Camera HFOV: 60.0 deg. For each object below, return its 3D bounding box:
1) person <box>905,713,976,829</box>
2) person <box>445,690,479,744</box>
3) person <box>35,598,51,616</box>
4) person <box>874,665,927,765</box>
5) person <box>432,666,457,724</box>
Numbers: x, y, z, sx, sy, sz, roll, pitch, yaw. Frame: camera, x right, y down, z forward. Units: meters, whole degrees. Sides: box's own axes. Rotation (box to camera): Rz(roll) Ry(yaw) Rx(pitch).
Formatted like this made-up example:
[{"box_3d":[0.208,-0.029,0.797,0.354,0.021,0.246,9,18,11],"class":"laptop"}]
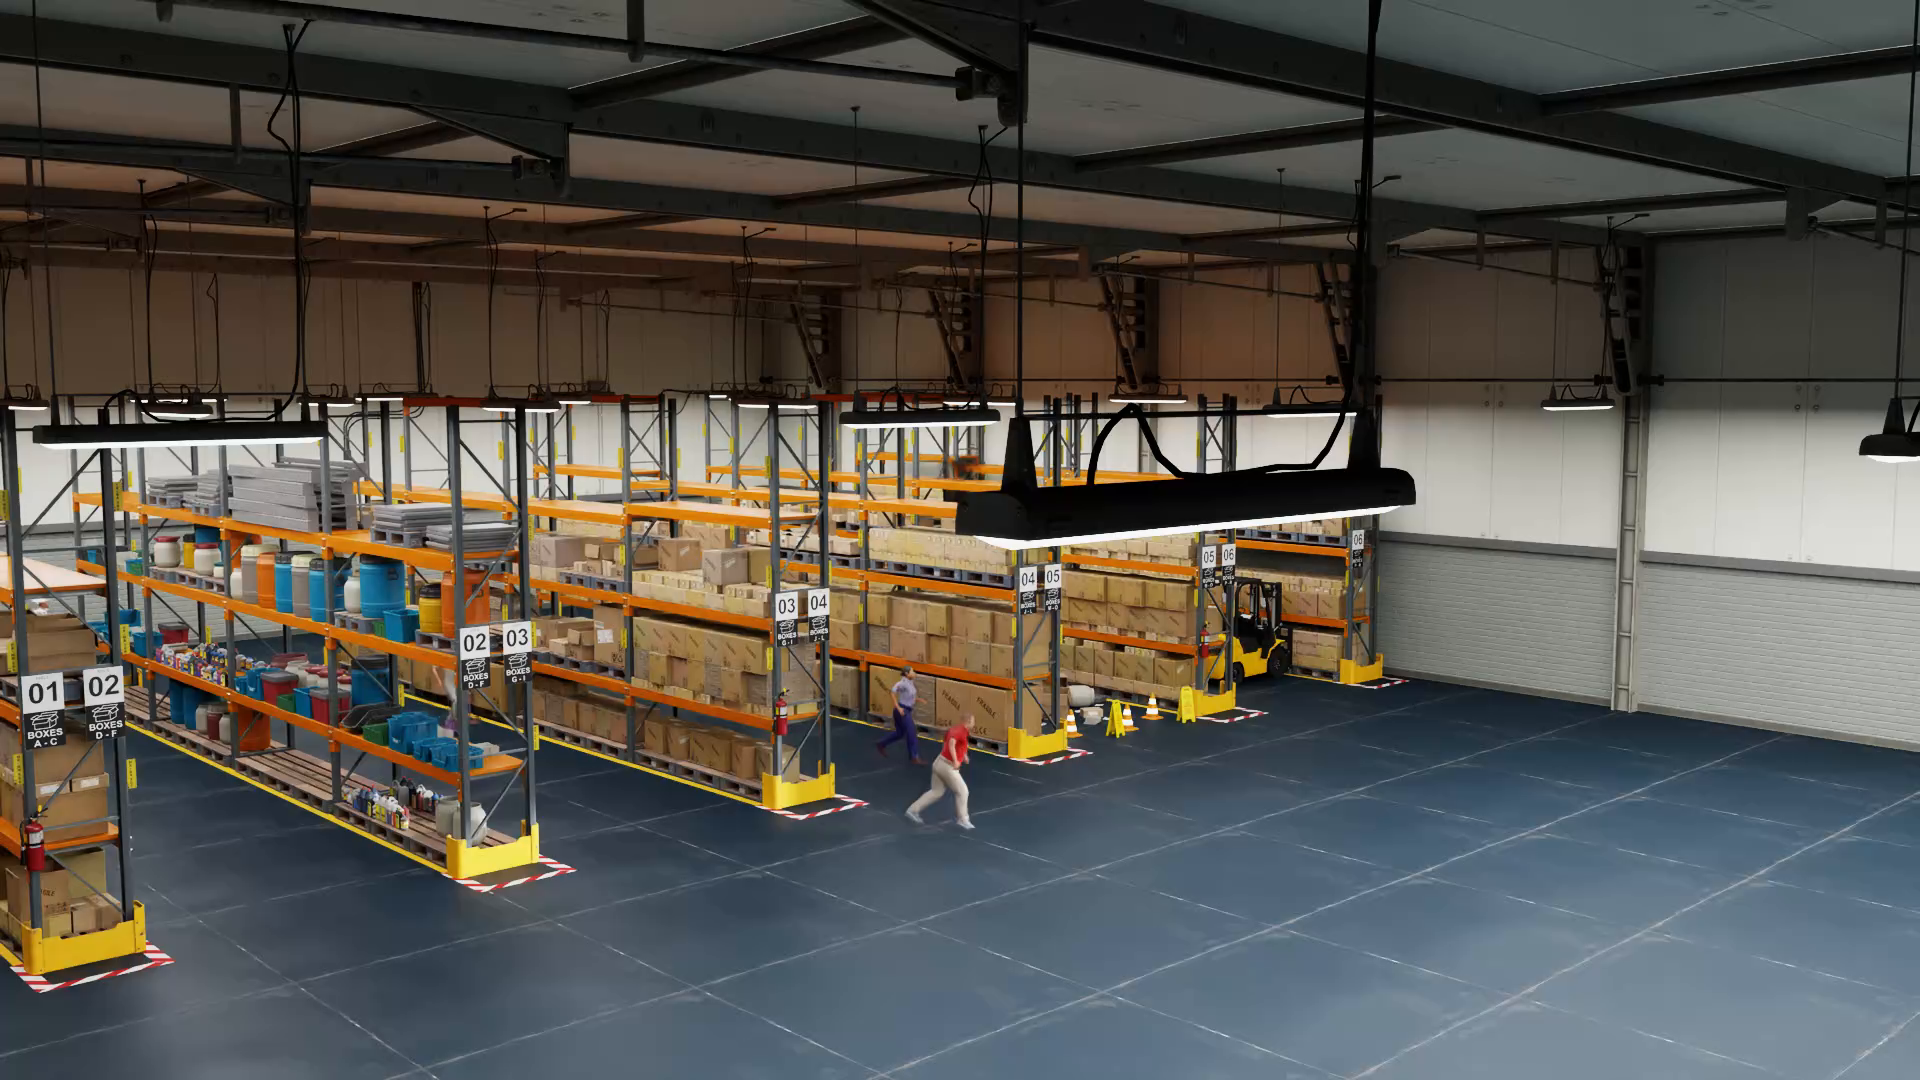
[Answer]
[{"box_3d":[-0.242,3.285,23.341,0.980,1.698,0.705,-1,6,-11],"class":"person"},{"box_3d":[-7.968,3.023,26.528,0.781,1.493,0.539,2,6,22],"class":"person"},{"box_3d":[-19.316,2.066,35.013,0.851,1.833,0.627,-2,6,-19],"class":"person"},{"box_3d":[-0.989,2.878,27.448,0.917,1.633,0.582,1,6,9],"class":"person"},{"box_3d":[-9.023,2.639,29.609,0.703,1.688,0.558,5,7,41],"class":"person"}]
